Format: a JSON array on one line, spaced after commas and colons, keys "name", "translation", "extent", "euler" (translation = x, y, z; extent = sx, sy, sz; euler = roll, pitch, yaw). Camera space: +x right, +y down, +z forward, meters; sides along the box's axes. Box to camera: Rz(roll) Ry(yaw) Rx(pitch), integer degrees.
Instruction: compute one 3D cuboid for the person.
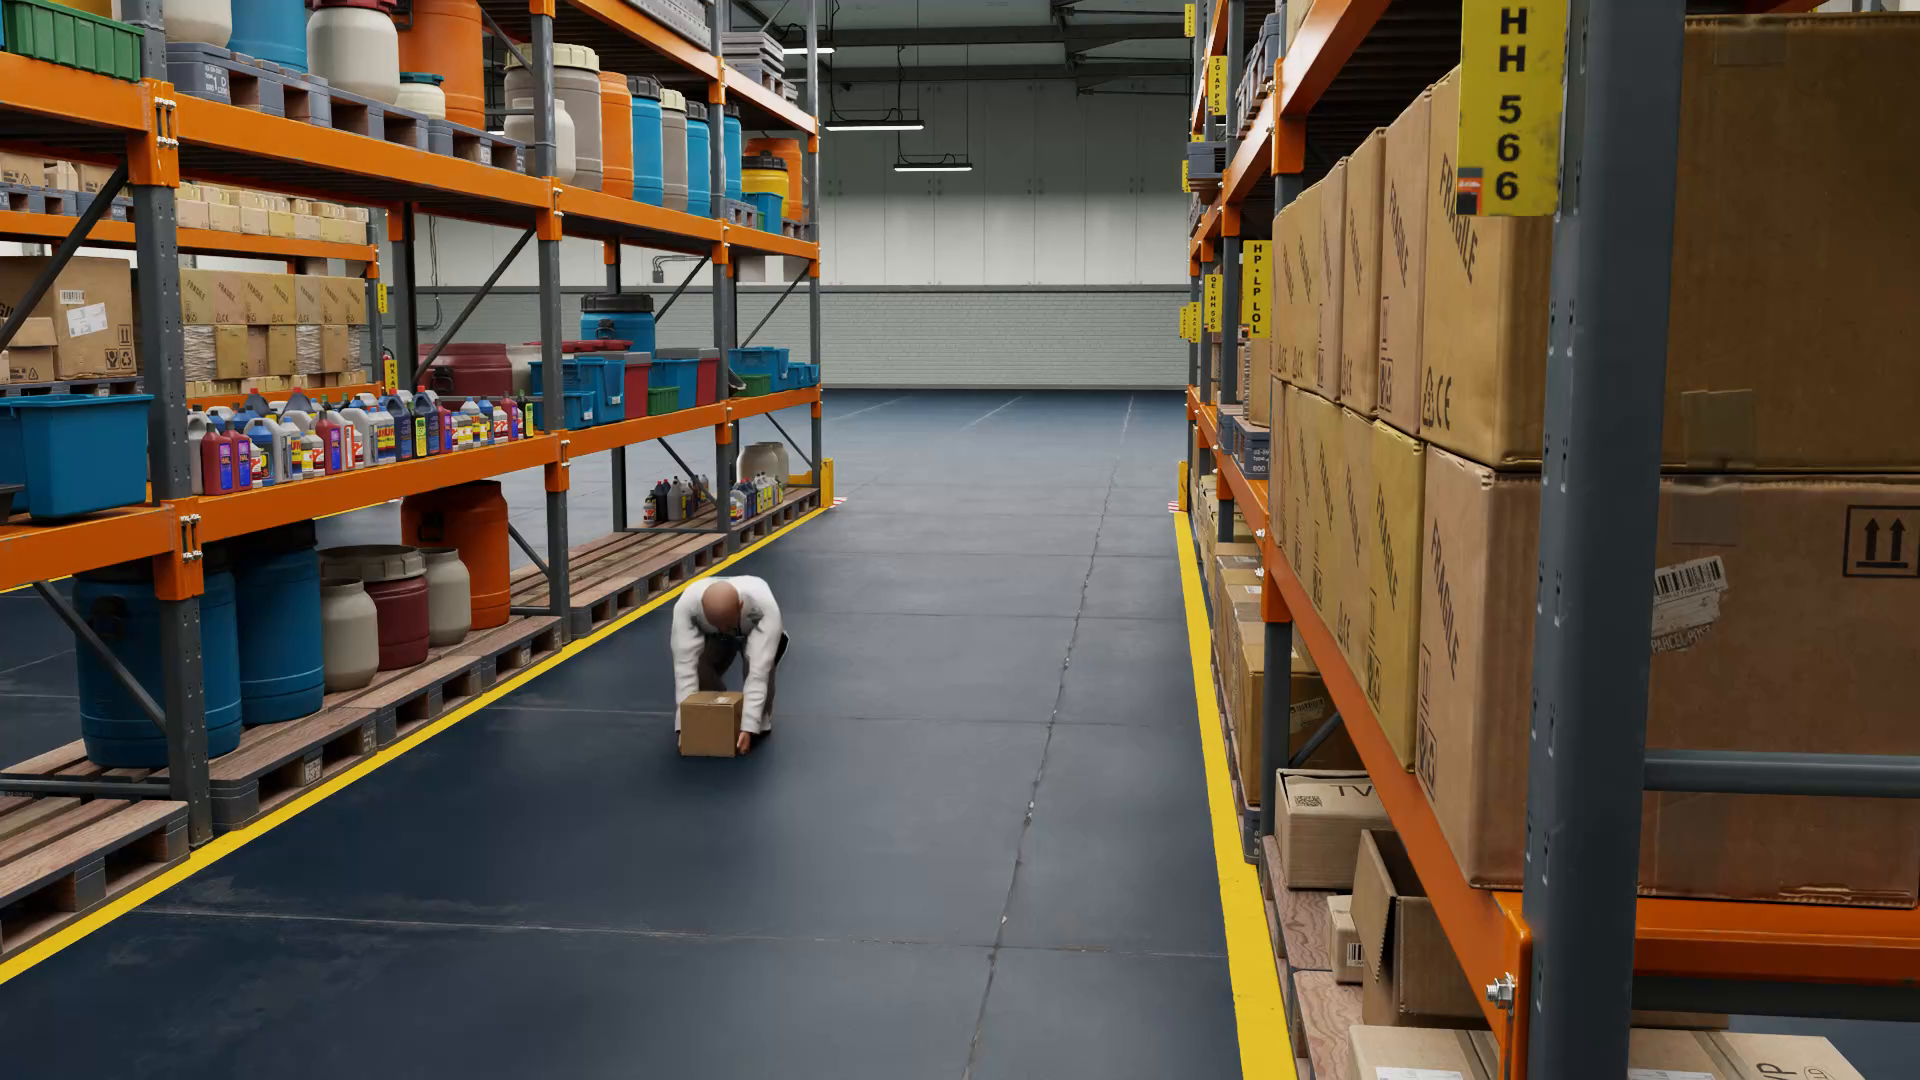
[{"name": "person", "translation": [-1.114, 0.563, 7.999], "extent": [0.570, 0.854, 0.917], "euler": [1, 7, 5]}]
